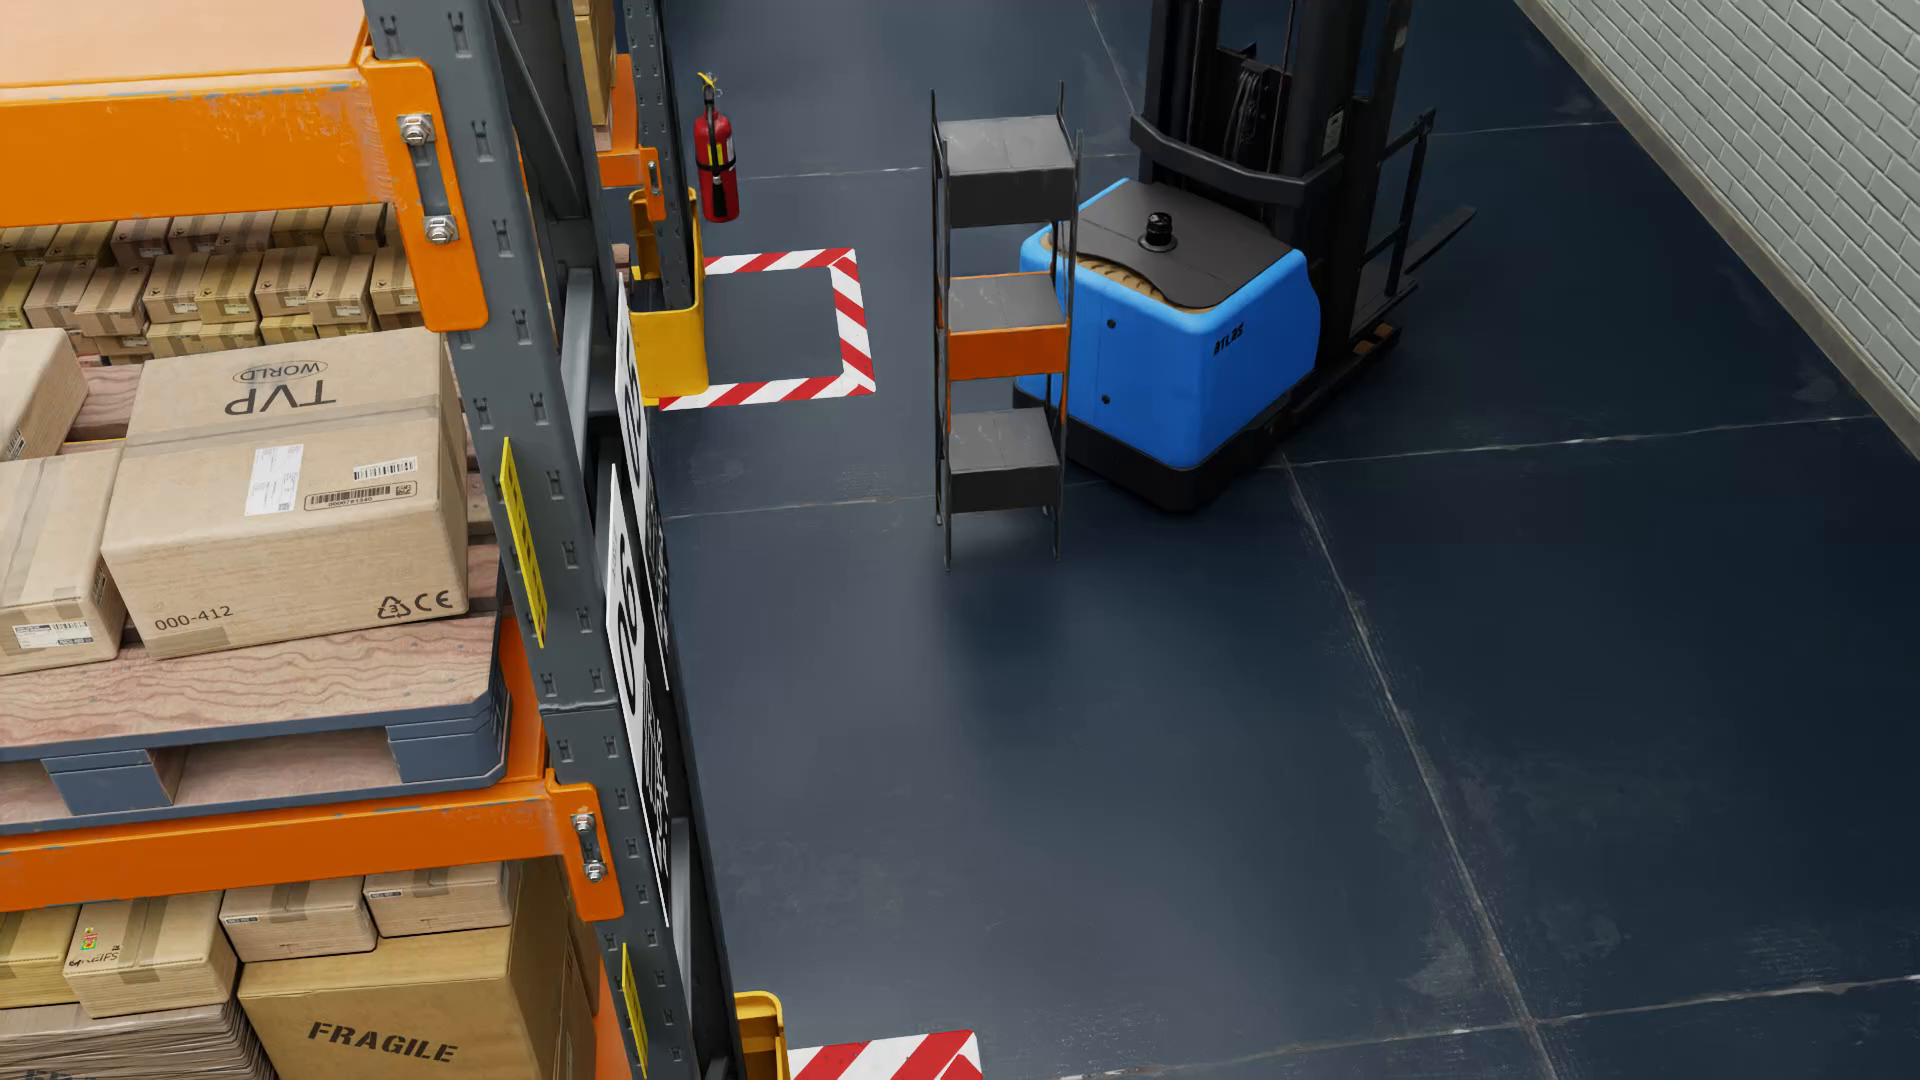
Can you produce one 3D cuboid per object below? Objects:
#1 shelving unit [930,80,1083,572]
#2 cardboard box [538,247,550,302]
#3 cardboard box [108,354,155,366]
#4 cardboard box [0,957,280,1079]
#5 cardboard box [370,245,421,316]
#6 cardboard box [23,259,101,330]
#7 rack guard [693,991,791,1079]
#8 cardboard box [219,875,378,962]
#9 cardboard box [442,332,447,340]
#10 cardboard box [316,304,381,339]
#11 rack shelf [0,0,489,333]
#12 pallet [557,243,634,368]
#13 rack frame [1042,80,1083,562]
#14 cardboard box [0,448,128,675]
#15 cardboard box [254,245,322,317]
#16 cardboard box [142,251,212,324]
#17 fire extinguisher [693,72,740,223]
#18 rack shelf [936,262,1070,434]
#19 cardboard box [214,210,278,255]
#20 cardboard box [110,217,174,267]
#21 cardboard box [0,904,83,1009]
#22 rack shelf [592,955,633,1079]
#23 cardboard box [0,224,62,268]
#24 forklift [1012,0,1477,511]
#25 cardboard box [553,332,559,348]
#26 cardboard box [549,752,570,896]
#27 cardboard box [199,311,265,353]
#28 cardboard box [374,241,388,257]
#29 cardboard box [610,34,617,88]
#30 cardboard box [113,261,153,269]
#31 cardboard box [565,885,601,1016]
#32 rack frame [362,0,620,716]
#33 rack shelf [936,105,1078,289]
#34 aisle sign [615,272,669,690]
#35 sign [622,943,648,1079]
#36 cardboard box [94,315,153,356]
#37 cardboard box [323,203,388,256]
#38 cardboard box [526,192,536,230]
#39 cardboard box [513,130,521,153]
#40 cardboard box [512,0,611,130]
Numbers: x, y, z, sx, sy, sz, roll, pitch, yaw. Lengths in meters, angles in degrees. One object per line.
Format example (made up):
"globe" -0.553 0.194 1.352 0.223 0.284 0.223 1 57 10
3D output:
"shelving unit" 0.164 -0.794 6.778 0.503 2.100 0.431 -5 42 -6
"cardboard box" -1.912 -1.324 8.064 0.250 0.149 0.380 -5 42 -5
"cardboard box" -3.973 -0.969 8.115 0.250 0.149 0.380 -7 42 -7
"cardboard box" -1.640 0.915 3.390 0.500 0.500 0.500 -5 42 -5
"cardboard box" -2.674 -1.253 7.986 0.250 0.149 0.380 -7 42 -7
"cardboard box" -4.237 -1.160 7.883 0.250 0.149 0.380 -6 42 -7
"rack guard" -0.654 1.985 4.891 0.348 0.500 1.175 -5 42 -6
"cardboard box" -1.257 0.612 3.242 0.250 0.149 0.380 -4 42 -5
"cardboard box" -2.421 -1.146 8.089 0.250 0.149 0.380 -7 42 -7
"cardboard box" -2.933 -1.093 8.030 0.250 0.149 0.380 -4 42 -5
"rack shelf" -2.661 -0.580 2.225 4.000 0.370 1.077 -5 42 -6
"pallet" -2.305 -1.131 8.561 1.213 0.211 1.003 -5 42 -6
"rack frame" 0.406 -0.815 6.801 0.015 2.100 0.400 -5 42 -6
"cardboard box" -1.518 0.033 2.748 0.250 0.149 0.380 -8 43 -9
"cardboard box" -3.209 -1.243 7.975 0.250 0.149 0.380 -6 42 -7
"cardboard box" -3.715 -1.207 7.934 0.250 0.149 0.380 -7 42 -7
"fire extinguisher" -1.110 -1.768 7.522 0.183 0.674 0.296 -5 42 -6
"rack shelf" 0.164 -0.784 6.787 0.480 0.518 0.431 -5 42 -6
"cardboard box" -3.523 -1.506 8.266 0.250 0.149 0.380 -5 42 -5
"cardboard box" -4.049 -1.525 8.287 0.250 0.149 0.380 -7 43 -8
"cardboard box" -1.757 0.684 3.161 0.250 0.149 0.380 -4 42 -5
"rack shelf" -2.661 1.500 4.100 4.000 0.370 1.077 -5 42 -6
"cardboard box" -4.573 -1.470 8.226 0.250 0.149 0.380 -5 42 -6
"forklift" 1.598 -2.130 7.638 1.130 2.935 3.031 30 50 29
"cardboard box" -1.915 -1.133 8.297 0.250 0.149 0.380 -4 42 -5
"cardboard box" -1.191 0.503 3.847 0.500 0.500 0.500 -6 42 -6
"cardboard box" -3.459 -1.040 7.972 0.250 0.149 0.380 -5 42 -5
"cardboard box" -3.002 -1.450 8.426 0.250 0.149 0.380 -7 43 -8
"cardboard box" -1.784 -2.316 7.981 0.250 0.149 0.380 -5 42 -6
"cardboard box" -4.073 -1.377 8.345 0.250 0.149 0.380 -4 42 -4
"cardboard box" -1.191 0.873 4.184 0.500 0.500 0.500 -5 42 -6
"rack frame" -0.678 -1.169 2.043 0.127 3.000 1.000 -5 42 -6
"rack shelf" 0.164 -1.304 6.318 0.480 0.518 0.431 -5 42 -6
"aisle sign" -0.644 -0.105 3.402 0.004 0.787 0.394 -5 42 -6
"sign" -0.621 0.902 3.184 0.005 0.325 0.100 -5 42 -6
"cardboard box" -3.965 -1.056 7.989 0.250 0.149 0.380 -3 42 -4
"cardboard box" -3.019 -1.583 8.352 0.250 0.149 0.380 -3 42 -4
"cardboard box" -2.241 -1.615 8.386 0.250 0.149 0.380 -4 42 -5
"cardboard box" -1.958 -1.914 7.535 0.250 0.149 0.380 -5 42 -6
"cardboard box" -1.832 -2.158 7.321 0.500 0.500 0.500 -4 42 -5
